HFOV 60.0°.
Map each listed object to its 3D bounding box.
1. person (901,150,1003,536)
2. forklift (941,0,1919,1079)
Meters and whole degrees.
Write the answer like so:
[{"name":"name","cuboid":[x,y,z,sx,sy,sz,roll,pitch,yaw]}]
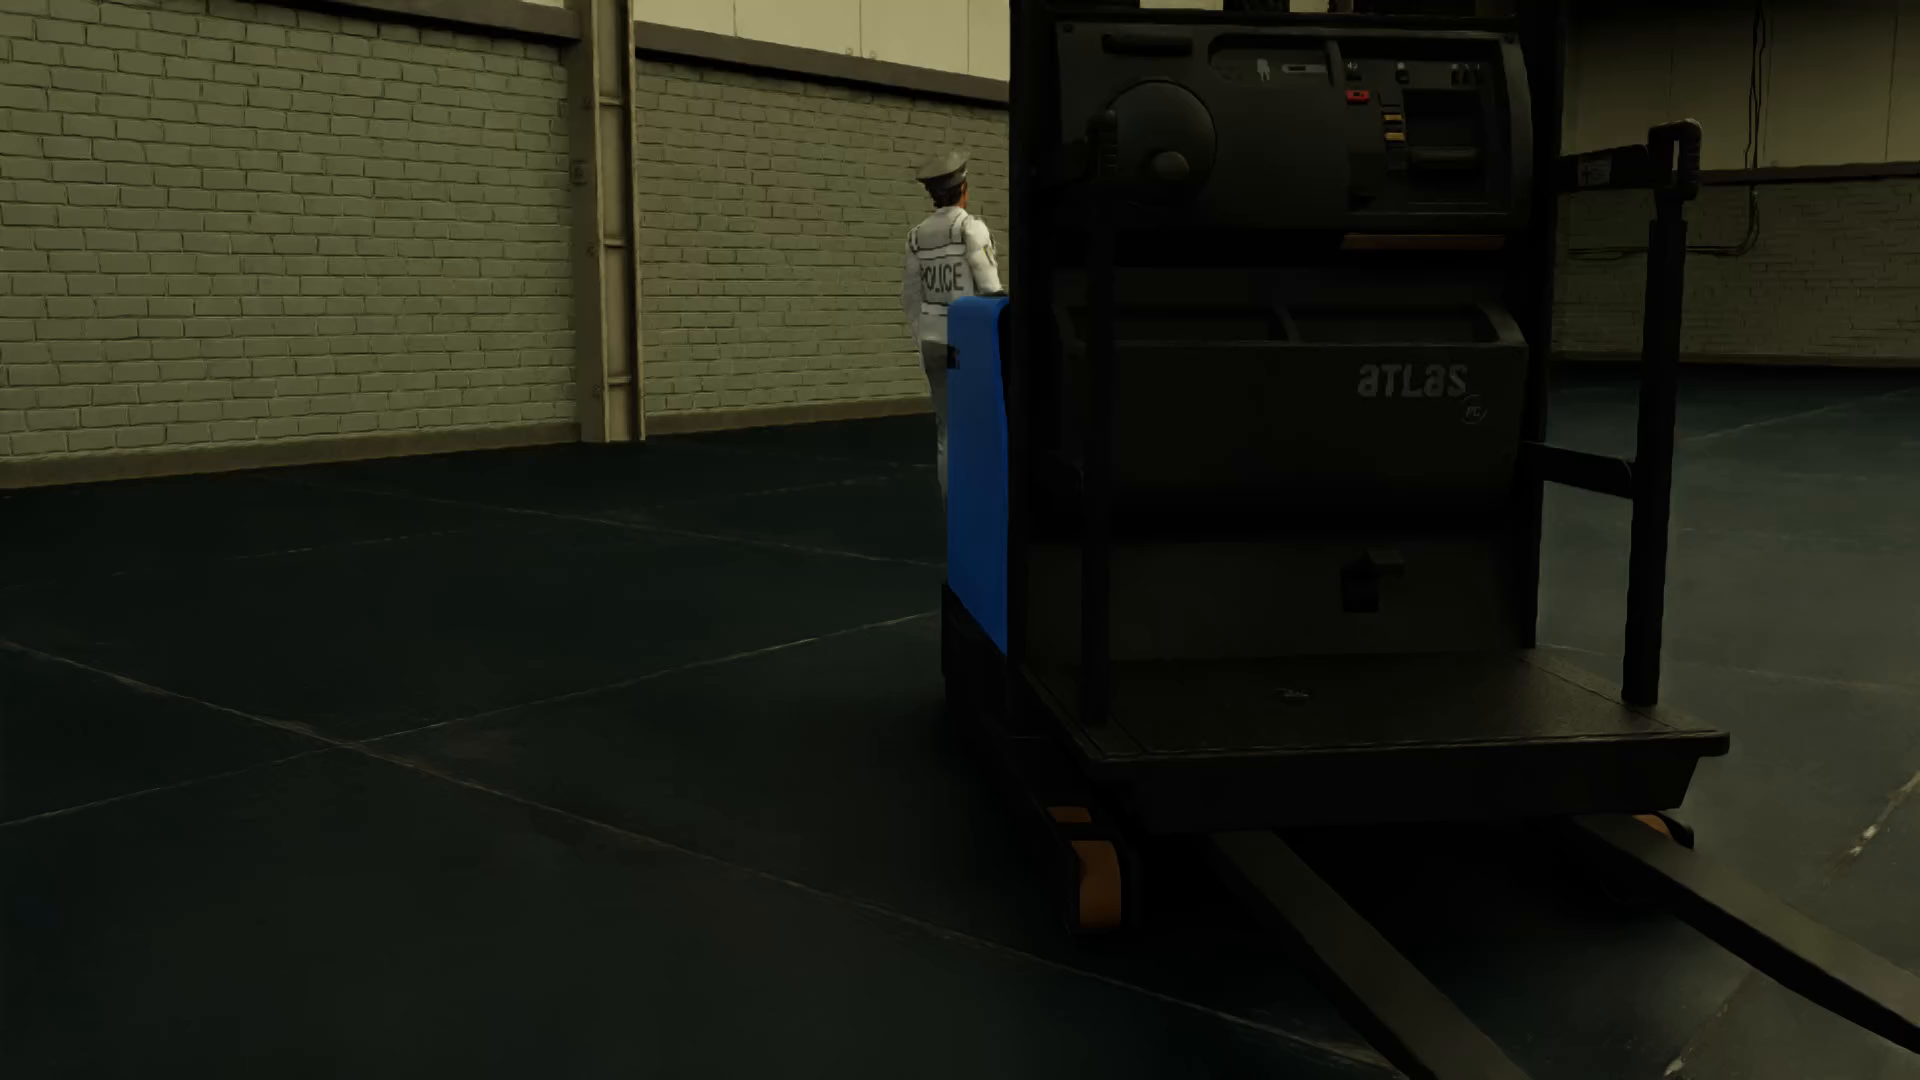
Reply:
[{"name":"person","cuboid":[0.048,-0.853,7.329,0.586,1.695,0.532,7,11,38]},{"name":"forklift","cuboid":[0.675,-0.833,2.975,1.130,2.935,3.031,-1,8,-8]}]
